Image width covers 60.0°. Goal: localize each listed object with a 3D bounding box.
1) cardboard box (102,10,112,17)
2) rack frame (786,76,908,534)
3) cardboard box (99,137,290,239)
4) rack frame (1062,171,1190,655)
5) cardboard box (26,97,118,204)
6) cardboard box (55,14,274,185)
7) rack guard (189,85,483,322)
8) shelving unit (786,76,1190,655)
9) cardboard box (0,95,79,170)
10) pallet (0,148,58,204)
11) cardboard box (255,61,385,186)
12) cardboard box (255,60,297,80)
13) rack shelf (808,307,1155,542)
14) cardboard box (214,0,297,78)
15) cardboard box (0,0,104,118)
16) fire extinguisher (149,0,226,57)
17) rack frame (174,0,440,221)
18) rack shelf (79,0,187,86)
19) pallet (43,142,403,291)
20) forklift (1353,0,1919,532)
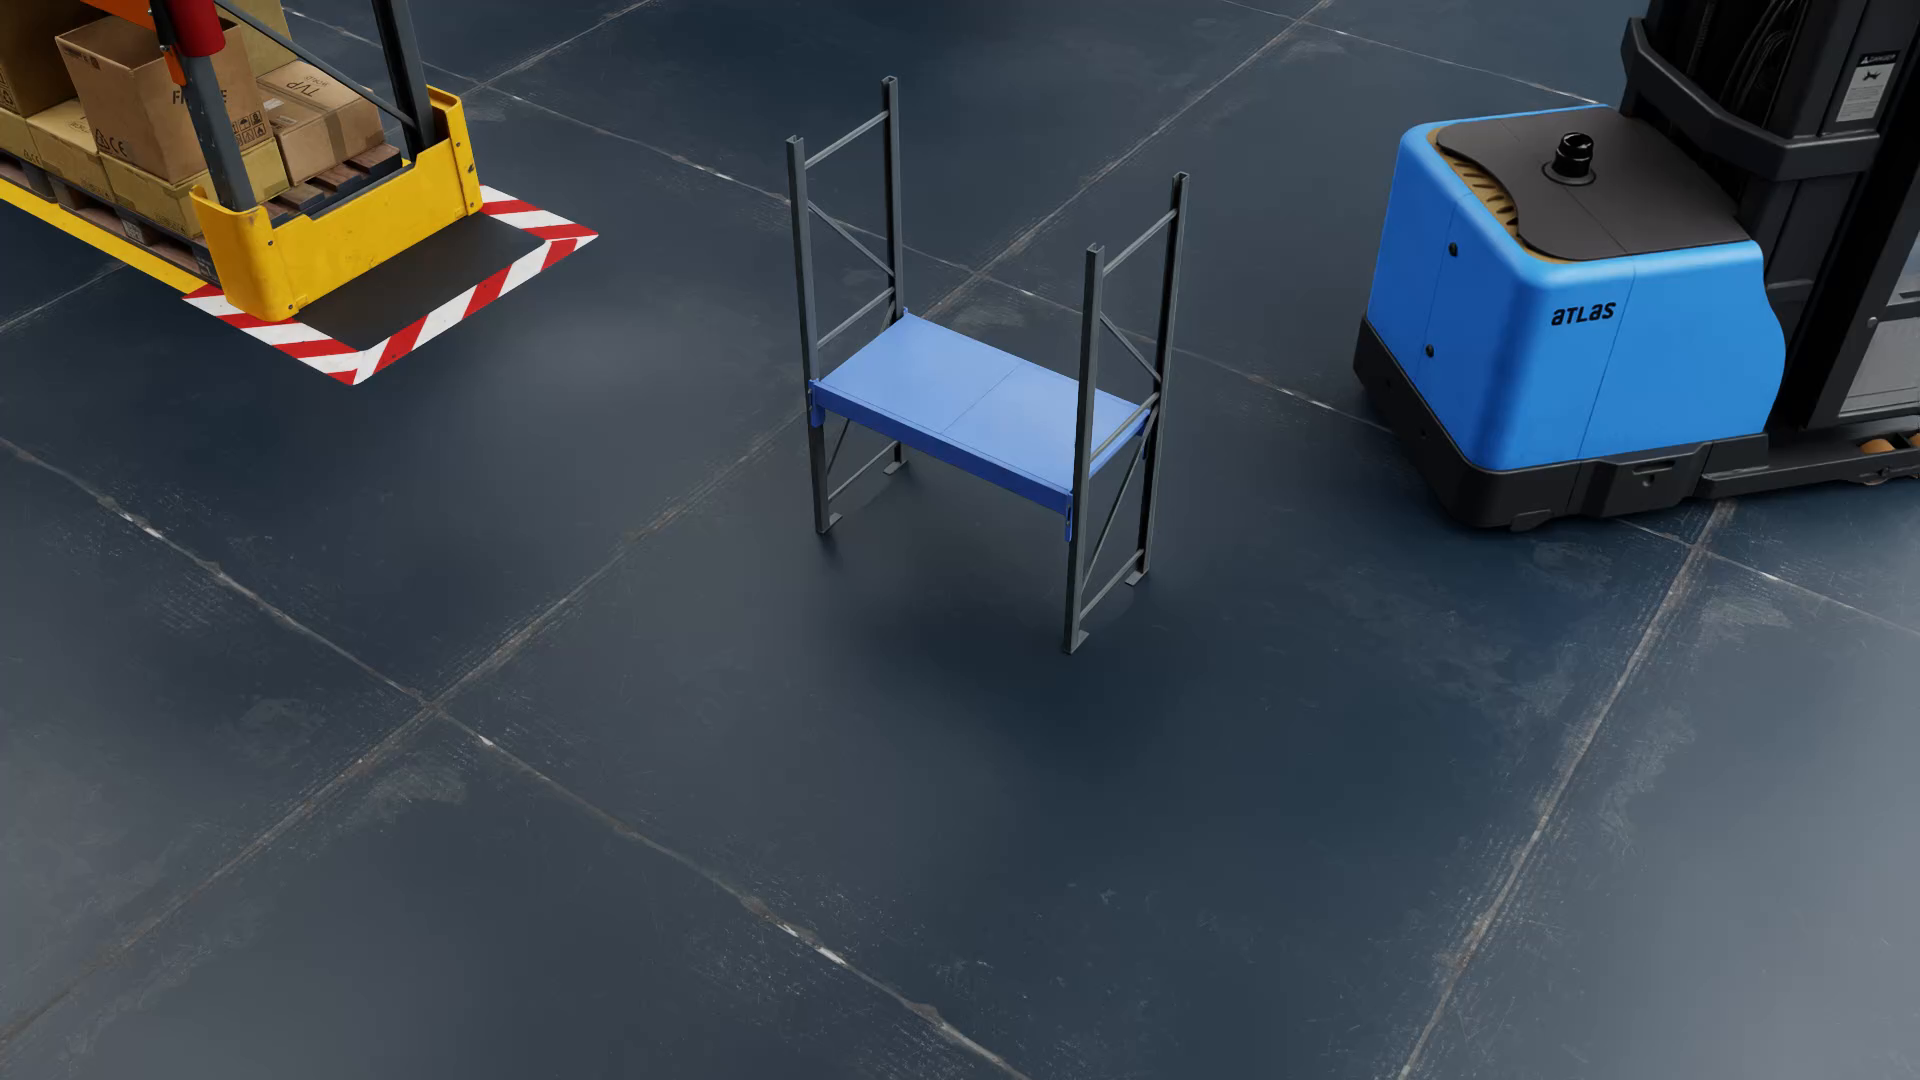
[{"bbox_3d":[-3.736,-2.488,7.466,0.500,0.500,0.500,25,48,25],"label":"cardboard box"},{"bbox_3d":[-0.346,-0.721,5.431,0.032,1.500,0.500,25,48,25],"label":"rack frame"},{"bbox_3d":[-3.206,-1.551,6.981,0.500,0.250,0.500,25,48,25],"label":"cardboard box"},{"bbox_3d":[0.486,-0.332,4.996,0.032,1.500,0.500,25,48,25],"label":"rack frame"},{"bbox_3d":[-3.623,-1.736,7.188,0.500,0.250,0.500,25,48,25],"label":"cardboard box"},{"bbox_3d":[-3.208,-1.830,6.730,0.500,0.500,0.500,25,48,25],"label":"cardboard box"},{"bbox_3d":[-2.578,-1.435,6.979,0.348,0.500,1.175,25,48,25],"label":"rack guard"},{"bbox_3d":[0.070,-0.526,5.213,1.048,1.500,0.538,25,48,25],"label":"shelving unit"},{"bbox_3d":[-4.033,-1.927,7.401,0.500,0.250,0.500,25,48,25],"label":"cardboard box"},{"bbox_3d":[-4.242,-2.074,7.909,1.213,0.211,1.003,25,48,25],"label":"pallet"},{"bbox_3d":[-2.909,-1.834,7.297,0.500,0.250,0.500,25,48,25],"label":"cardboard box"},{"bbox_3d":[-3.320,-2.023,7.509,0.500,0.250,0.500,25,48,25],"label":"cardboard box"},{"bbox_3d":[0.070,-0.392,5.333,1.000,0.185,0.538,25,48,25],"label":"rack shelf"},{"bbox_3d":[-3.319,-2.304,7.260,0.500,0.500,0.500,25,48,25],"label":"cardboard box"},{"bbox_3d":[-4.035,-2.204,7.149,0.500,0.500,0.500,25,48,25],"label":"cardboard box"},{"bbox_3d":[-2.768,-2.048,5.847,0.183,0.674,0.296,25,48,25],"label":"fire extinguisher"},{"bbox_3d":[-2.598,-2.375,6.155,0.127,3.000,1.000,25,48,25],"label":"rack frame"},{"bbox_3d":[-4.235,-2.873,7.251,4.000,0.370,1.077,25,48,25],"label":"rack shelf"},{"bbox_3d":[-3.248,-1.606,7.387,1.213,0.211,1.003,25,48,25],"label":"pallet"},{"bbox_3d":[3.078,-1.626,5.369,3.031,2.935,1.130,-8,42,-9],"label":"forklift"}]
